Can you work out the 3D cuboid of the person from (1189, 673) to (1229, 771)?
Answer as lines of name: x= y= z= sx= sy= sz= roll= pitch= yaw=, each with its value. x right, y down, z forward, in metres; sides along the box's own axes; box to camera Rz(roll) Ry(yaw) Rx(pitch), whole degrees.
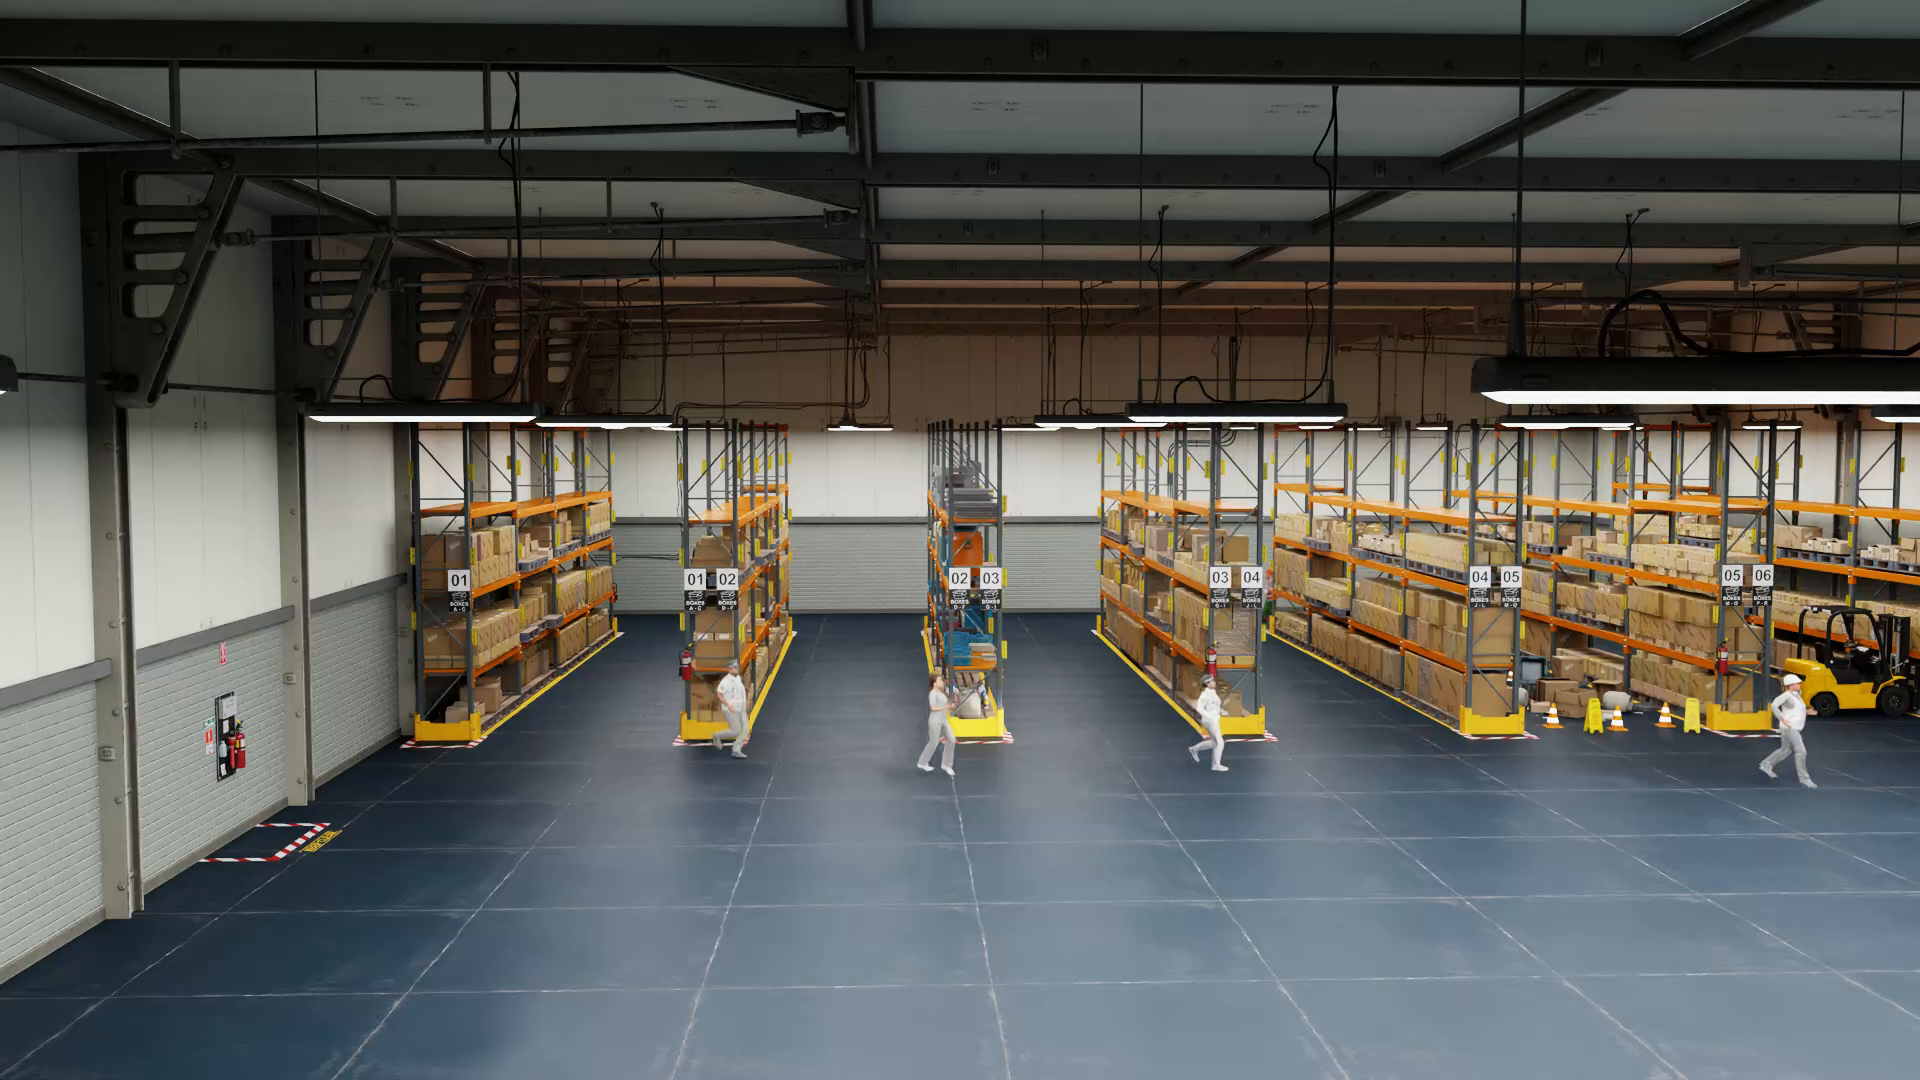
person: x=4.240 y=3.077 z=28.273 sx=0.676 sy=1.645 sz=0.621 roll=2 pitch=4 yaw=24

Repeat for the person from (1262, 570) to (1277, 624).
person: x=9.067 y=1.723 z=49.055 sx=0.709 sy=1.719 sz=0.932 roll=0 pitch=4 yaw=-3

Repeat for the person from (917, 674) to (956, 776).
person: x=-0.382 y=3.099 z=27.876 sx=0.716 sy=1.723 sz=0.547 roll=2 pitch=4 yaw=26

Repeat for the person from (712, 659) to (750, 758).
person: x=-4.016 y=2.980 z=29.438 sx=0.599 sy=1.748 sz=0.675 roll=2 pitch=4 yaw=26

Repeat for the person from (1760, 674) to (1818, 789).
person: x=13.538 y=3.091 z=27.118 sx=0.898 sy=1.813 sz=0.652 roll=3 pitch=5 yaw=37
